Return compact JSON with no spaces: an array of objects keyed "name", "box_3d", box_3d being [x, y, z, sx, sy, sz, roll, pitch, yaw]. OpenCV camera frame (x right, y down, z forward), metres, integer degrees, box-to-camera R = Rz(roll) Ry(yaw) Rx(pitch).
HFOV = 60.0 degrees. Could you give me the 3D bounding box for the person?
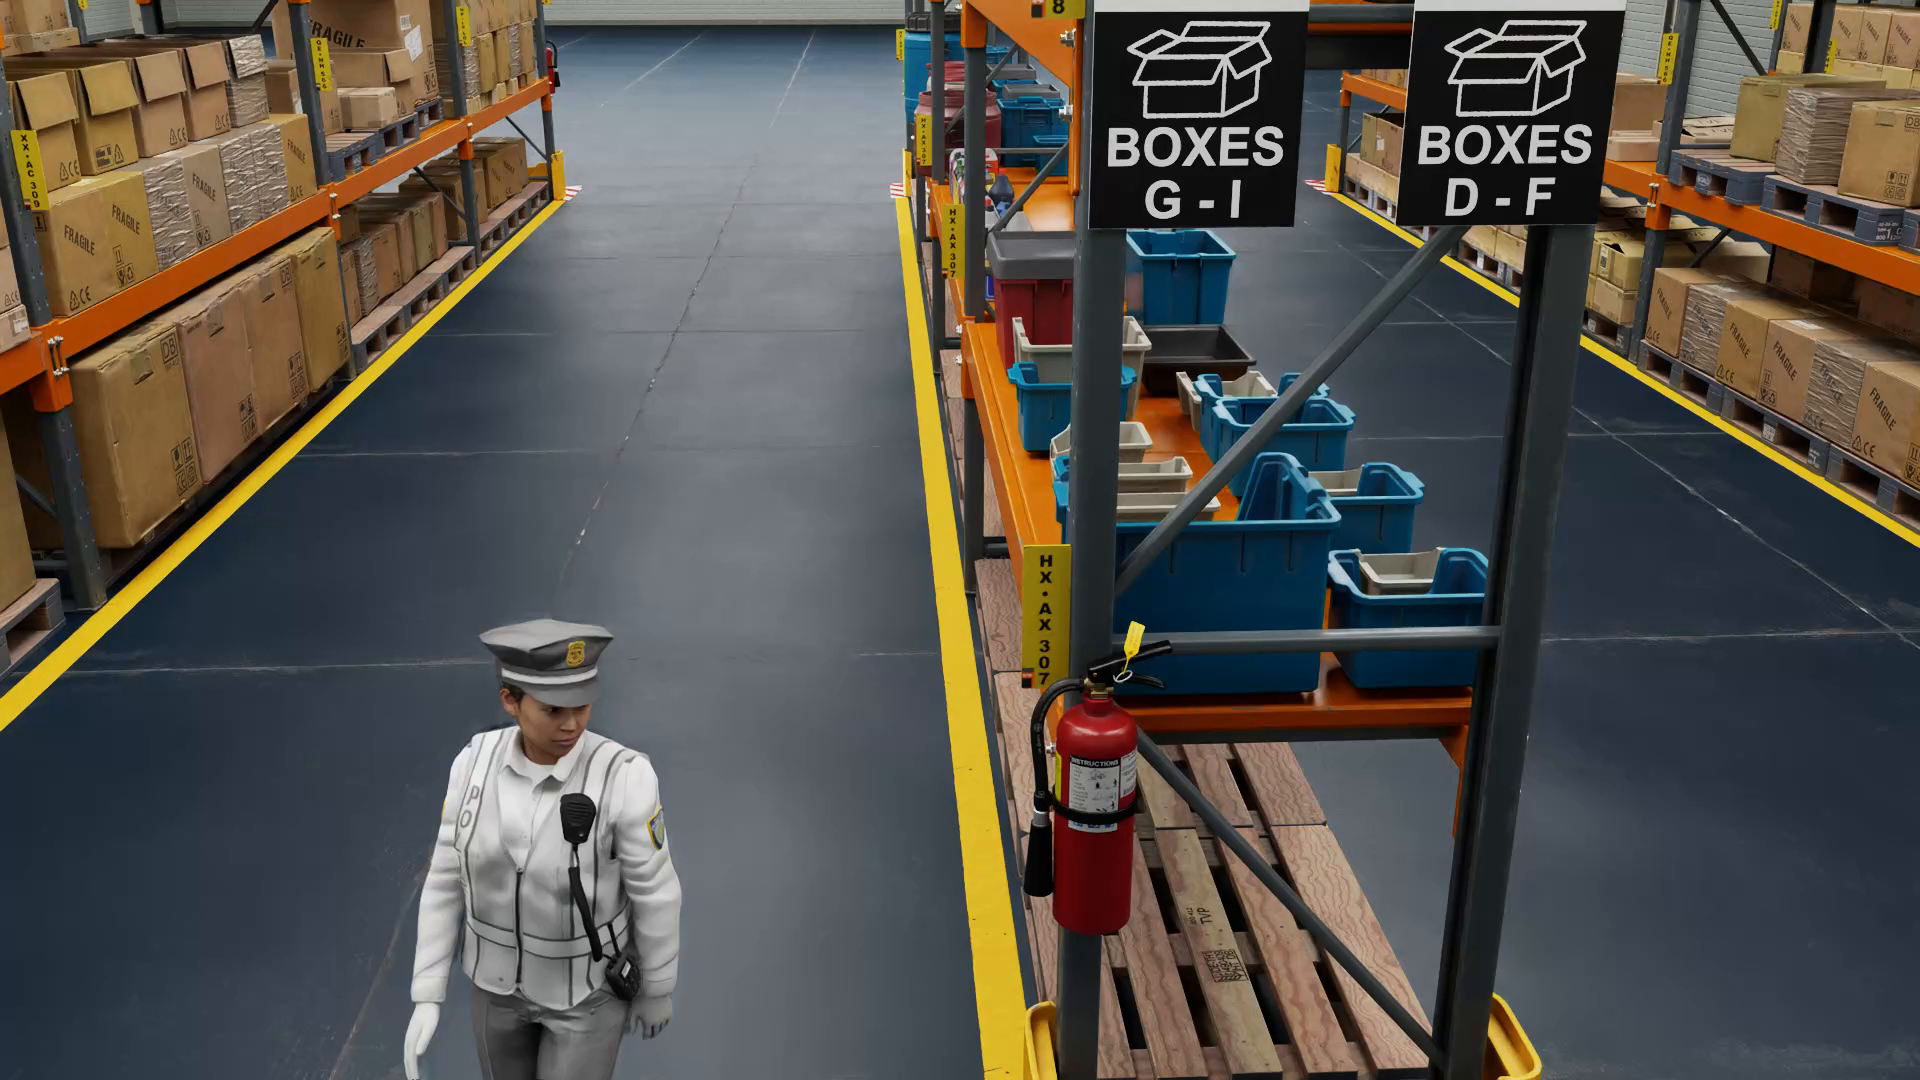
[{"name":"person","box_3d":[-0.869,0.988,3.419,0.512,1.693,0.558,6,21,15]}]
